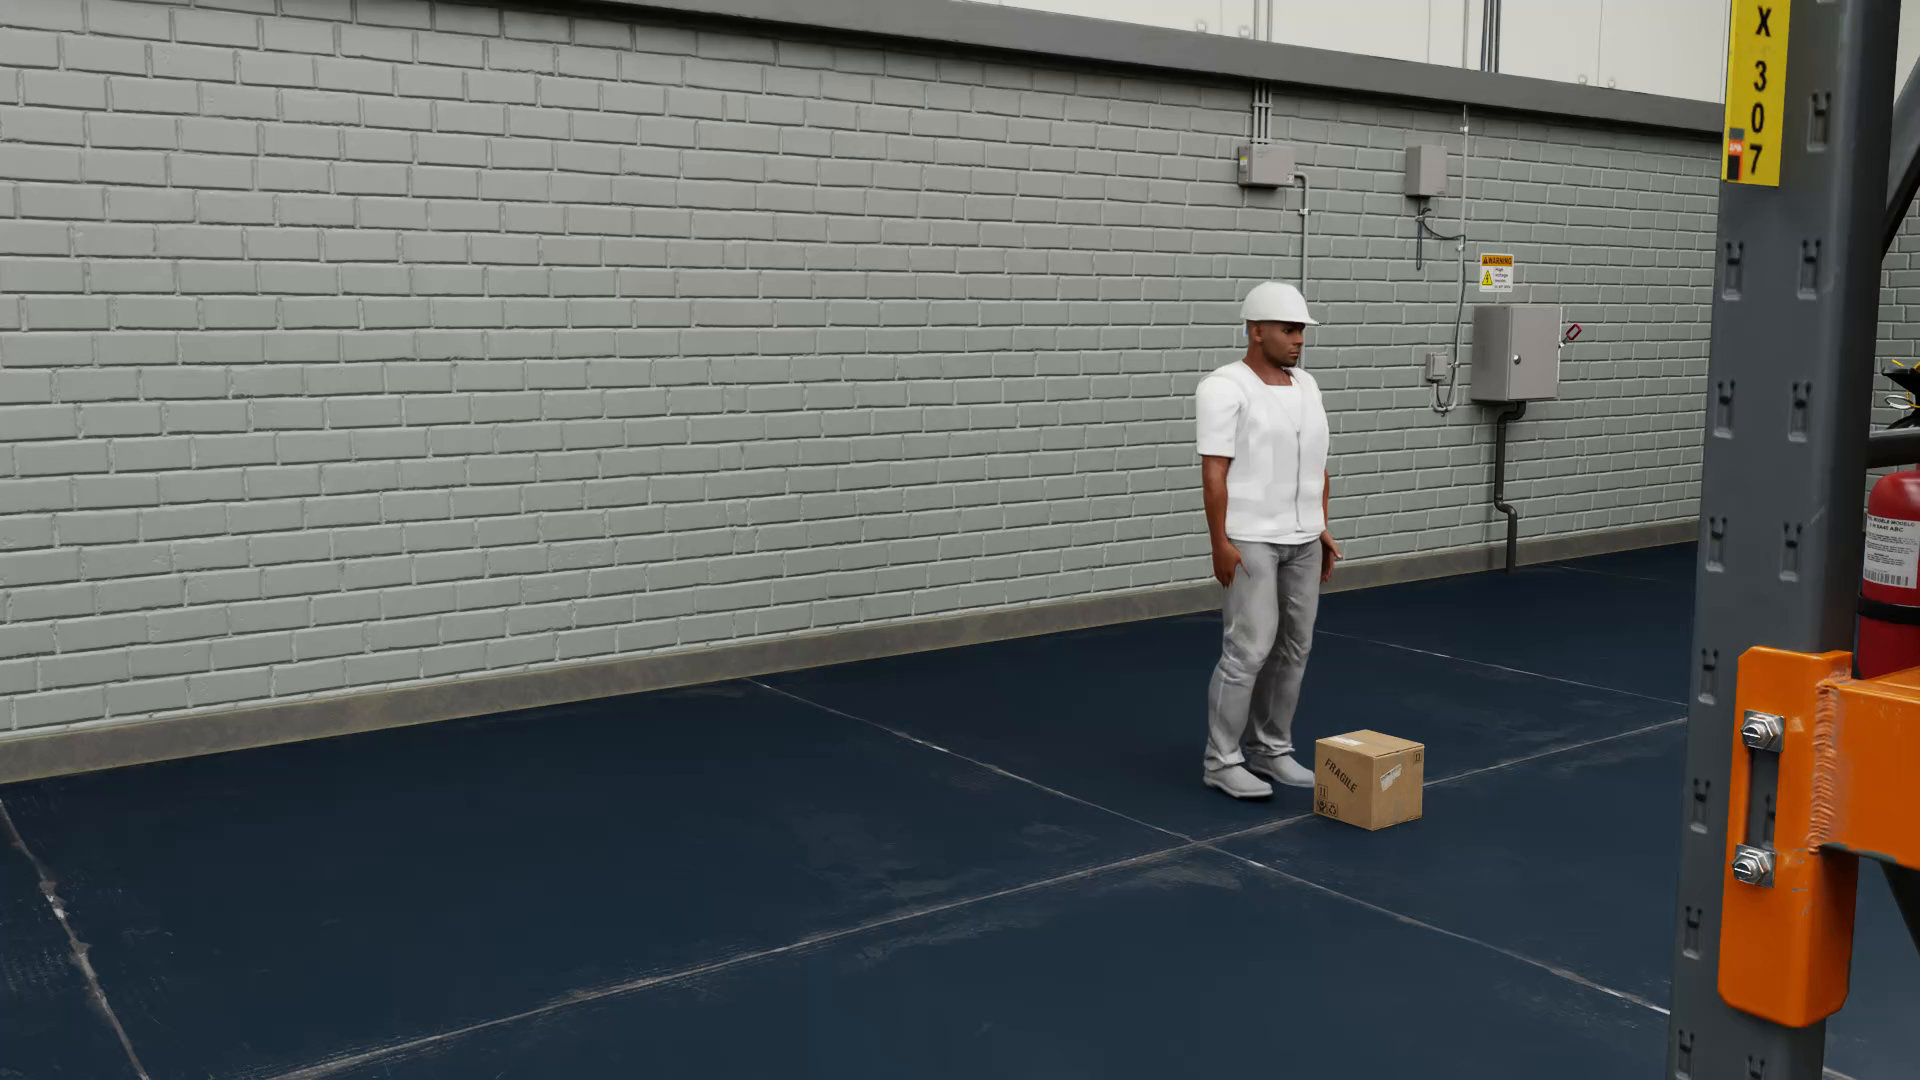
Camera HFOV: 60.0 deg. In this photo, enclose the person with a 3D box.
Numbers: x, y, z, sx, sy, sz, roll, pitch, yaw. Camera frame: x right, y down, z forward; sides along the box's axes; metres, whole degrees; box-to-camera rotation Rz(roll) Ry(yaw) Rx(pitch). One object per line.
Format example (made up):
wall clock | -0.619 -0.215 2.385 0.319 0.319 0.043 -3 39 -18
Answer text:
person | 1.077 -0.004 5.788 0.565 1.773 0.364 -5 9 -35
